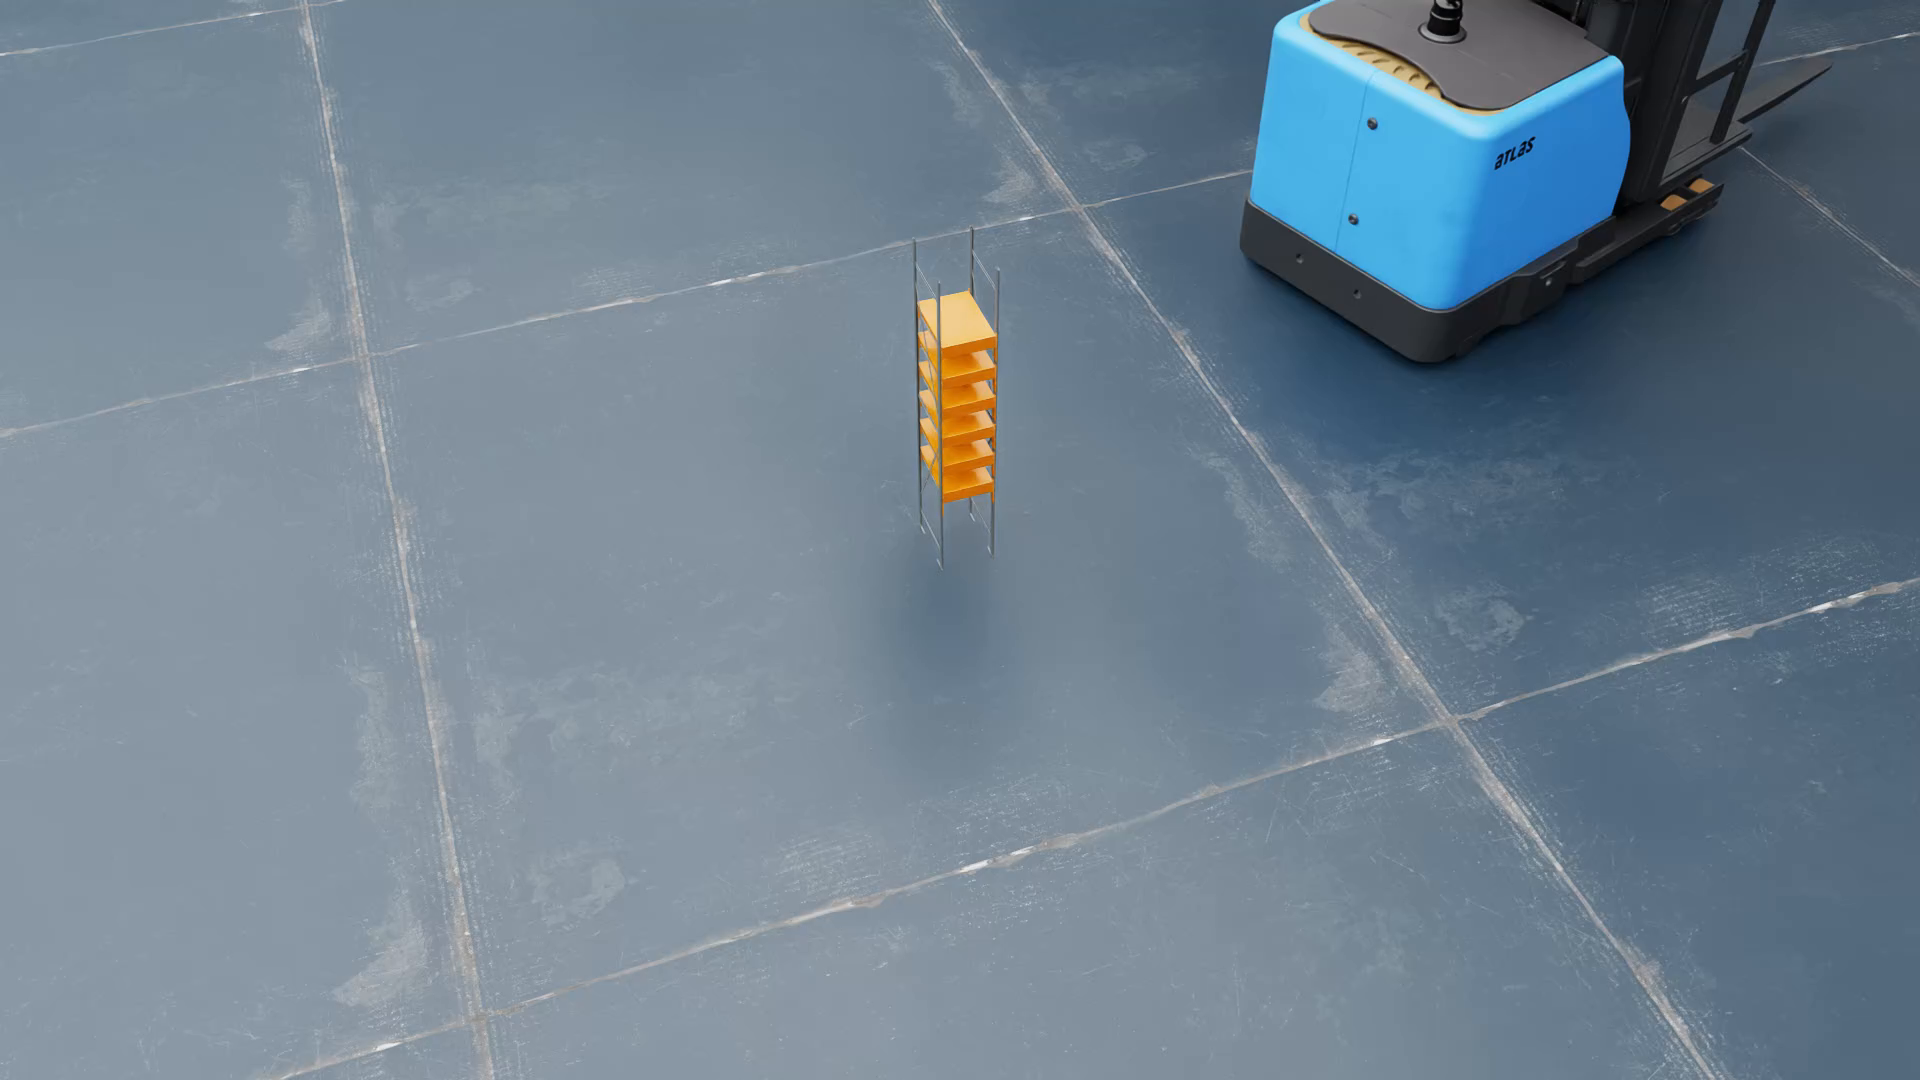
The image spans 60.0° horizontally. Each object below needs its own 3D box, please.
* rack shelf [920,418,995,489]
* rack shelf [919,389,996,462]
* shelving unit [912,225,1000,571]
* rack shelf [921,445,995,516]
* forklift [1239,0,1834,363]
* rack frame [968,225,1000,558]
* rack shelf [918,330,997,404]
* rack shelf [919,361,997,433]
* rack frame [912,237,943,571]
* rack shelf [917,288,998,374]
[{"bbox_3d":[-0.014,-0.304,5.438,0.180,0.103,0.258,-14,47,-14],"label":"rack shelf"},{"bbox_3d":[-0.014,-0.389,5.353,0.180,0.103,0.258,-14,47,-14],"label":"rack shelf"},{"bbox_3d":[-0.014,-0.420,5.322,0.189,1.200,0.258,-14,47,-14],"label":"shelving unit"},{"bbox_3d":[-0.014,-0.219,5.523,0.180,0.103,0.258,-14,47,-14],"label":"rack shelf"},{"bbox_3d":[2.617,-2.587,6.259,3.031,2.935,1.130,-30,52,-26],"label":"forklift"},{"bbox_3d":[0.072,-0.442,5.343,0.006,1.200,0.240,-14,47,-14],"label":"rack frame"},{"bbox_3d":[-0.014,-0.558,5.183,0.180,0.103,0.258,-14,47,-14],"label":"rack shelf"},{"bbox_3d":[-0.014,-0.473,5.268,0.180,0.103,0.258,-14,47,-14],"label":"rack shelf"},{"bbox_3d":[-0.100,-0.398,5.300,0.006,1.200,0.240,-14,47,-14],"label":"rack frame"},{"bbox_3d":[-0.014,-0.643,5.098,0.180,0.103,0.258,-14,47,-14],"label":"rack shelf"}]
